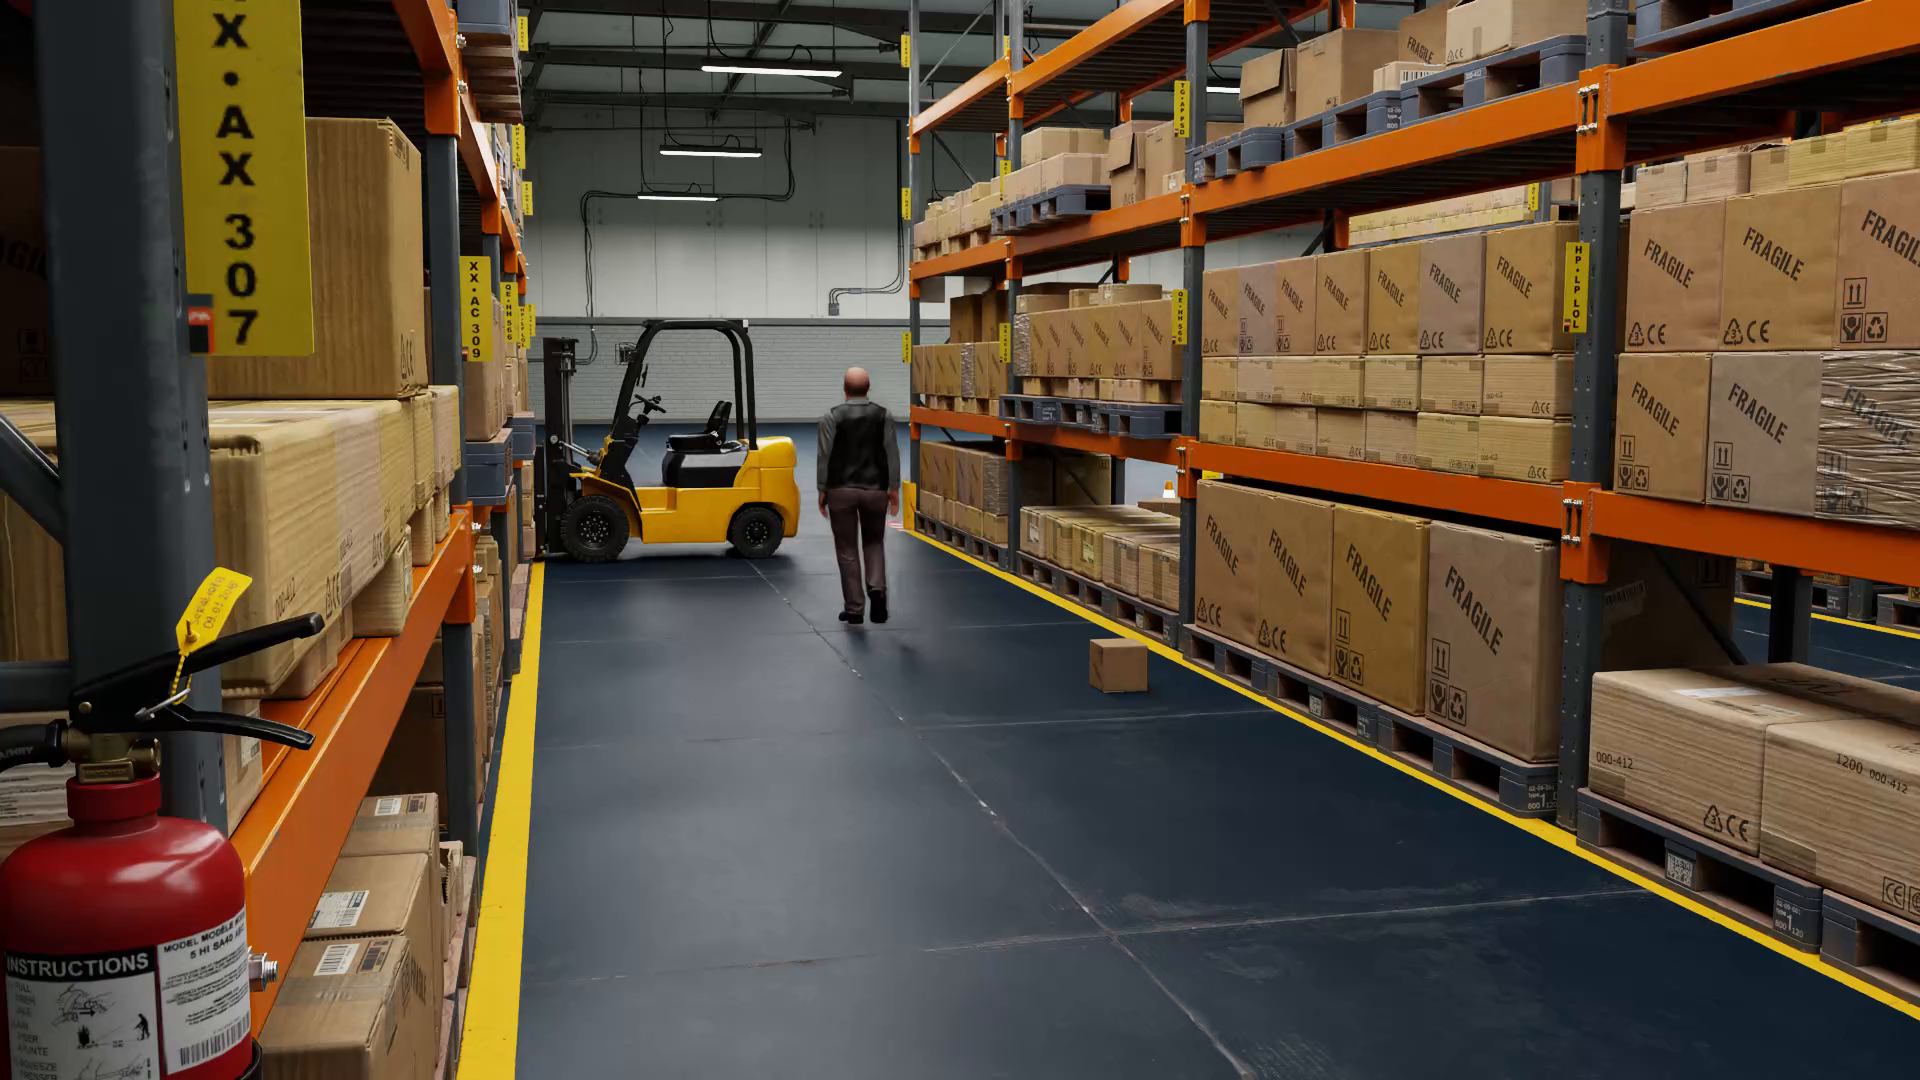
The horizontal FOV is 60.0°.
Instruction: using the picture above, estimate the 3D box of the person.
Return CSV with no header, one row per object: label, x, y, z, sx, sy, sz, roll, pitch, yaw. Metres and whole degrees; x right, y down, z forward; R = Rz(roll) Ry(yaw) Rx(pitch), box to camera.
person,-0.694,-0.289,11.215,0.562,1.750,0.451,-2,6,-18
